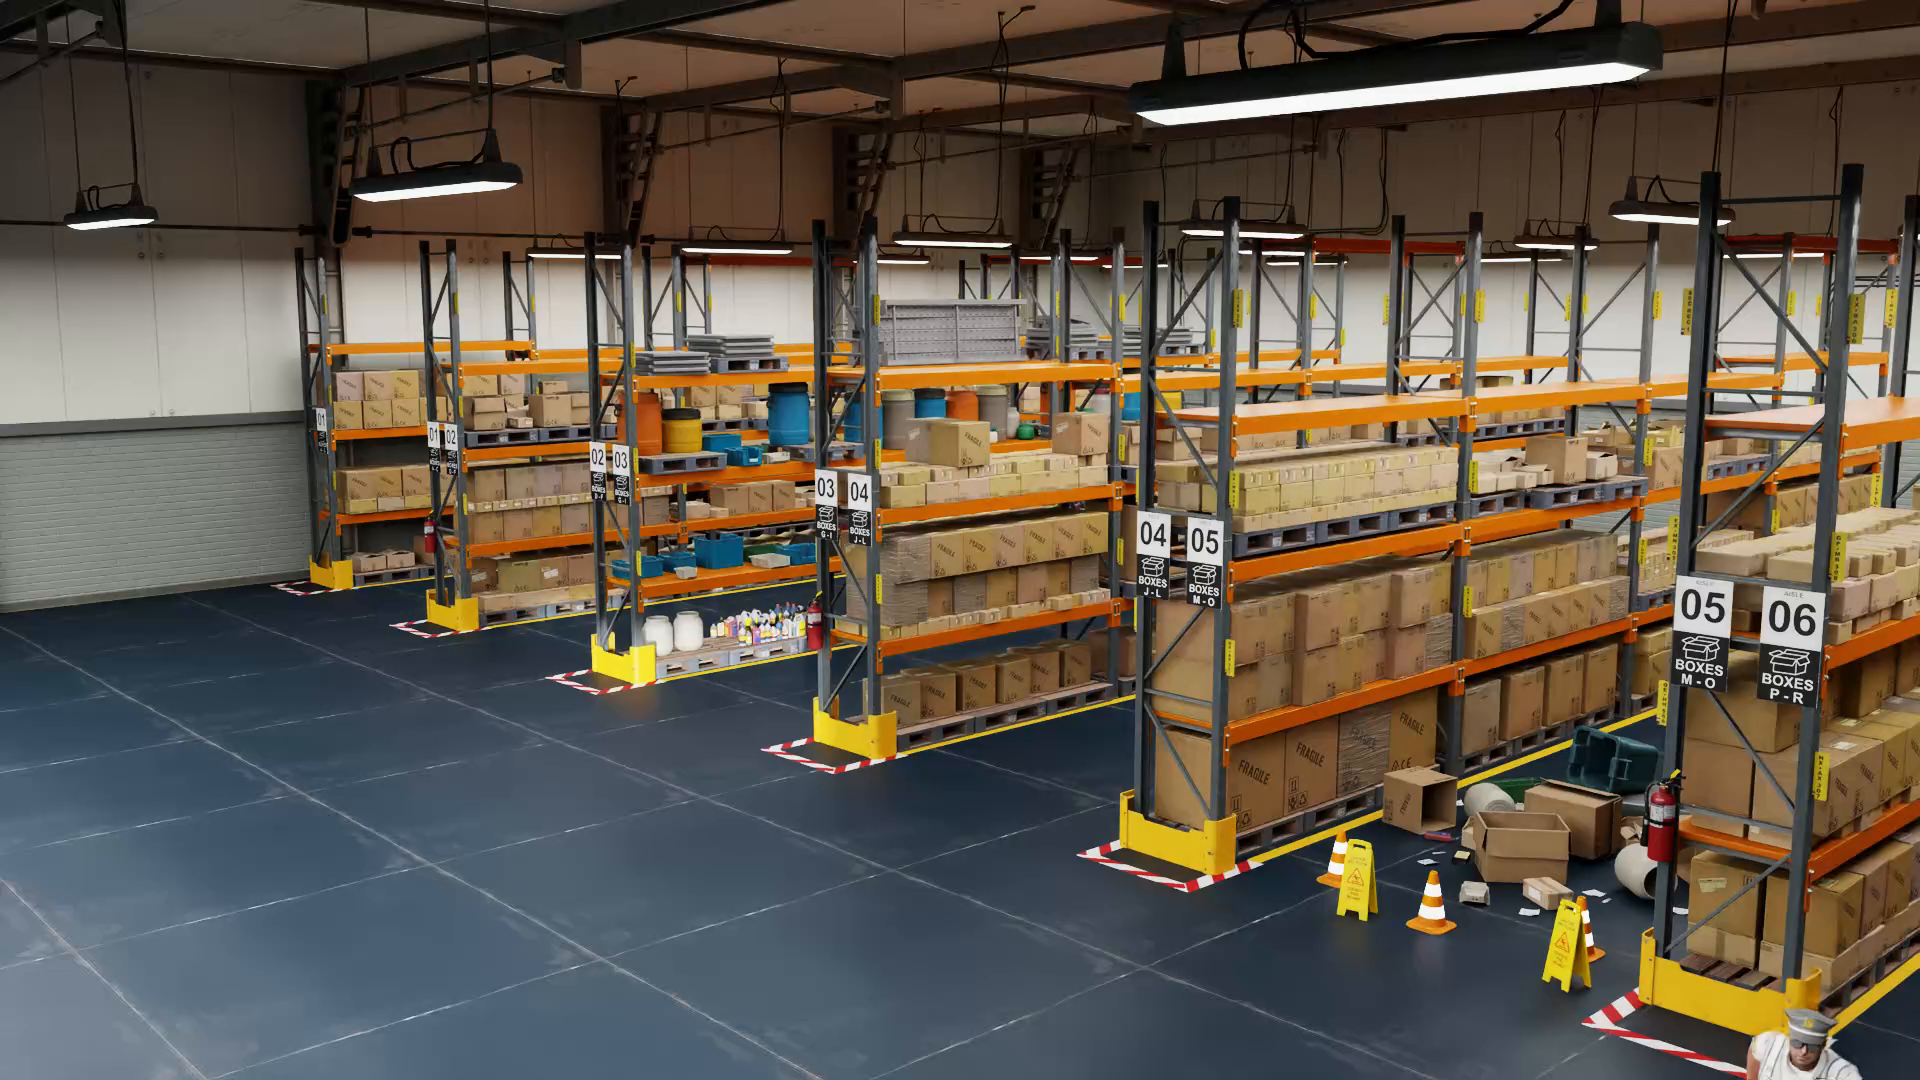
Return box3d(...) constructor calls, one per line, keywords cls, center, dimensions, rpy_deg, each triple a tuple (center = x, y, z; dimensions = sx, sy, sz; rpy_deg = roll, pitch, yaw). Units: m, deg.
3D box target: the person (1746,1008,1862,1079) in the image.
box3d(cls="person", center=(4.300, 3.113, 8.539), dimensions=(0.671, 1.625, 0.977), rpy_deg=(6, 10, 36))
